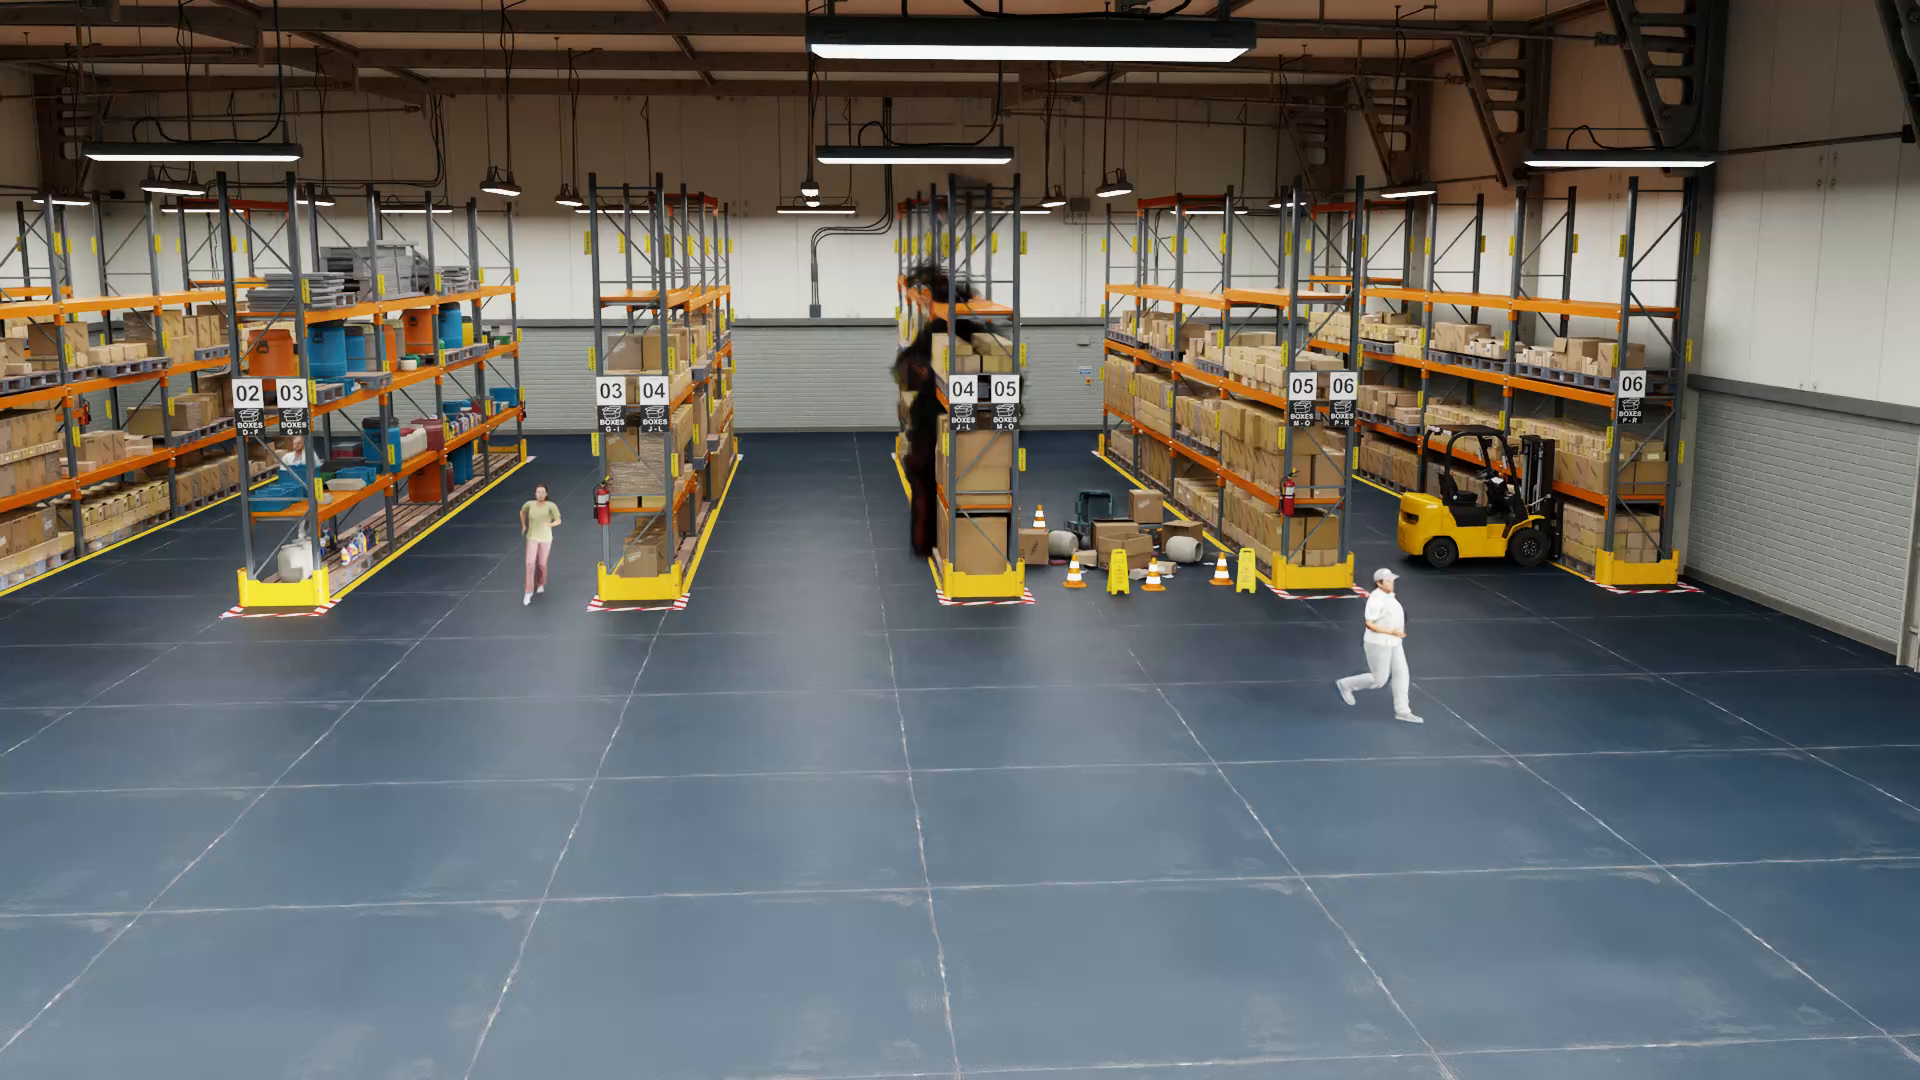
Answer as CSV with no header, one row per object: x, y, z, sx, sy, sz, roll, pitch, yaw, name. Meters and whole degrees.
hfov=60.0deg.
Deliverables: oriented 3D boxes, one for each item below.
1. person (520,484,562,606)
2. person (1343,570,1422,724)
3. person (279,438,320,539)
-5.983,0.033,23.774,0.588,1.699,0.860,-2,10,-10,person
4.549,1.118,17.718,0.854,1.631,0.622,8,13,37,person
-11.450,-0.866,28.888,0.709,1.654,0.663,-2,10,-12,person
